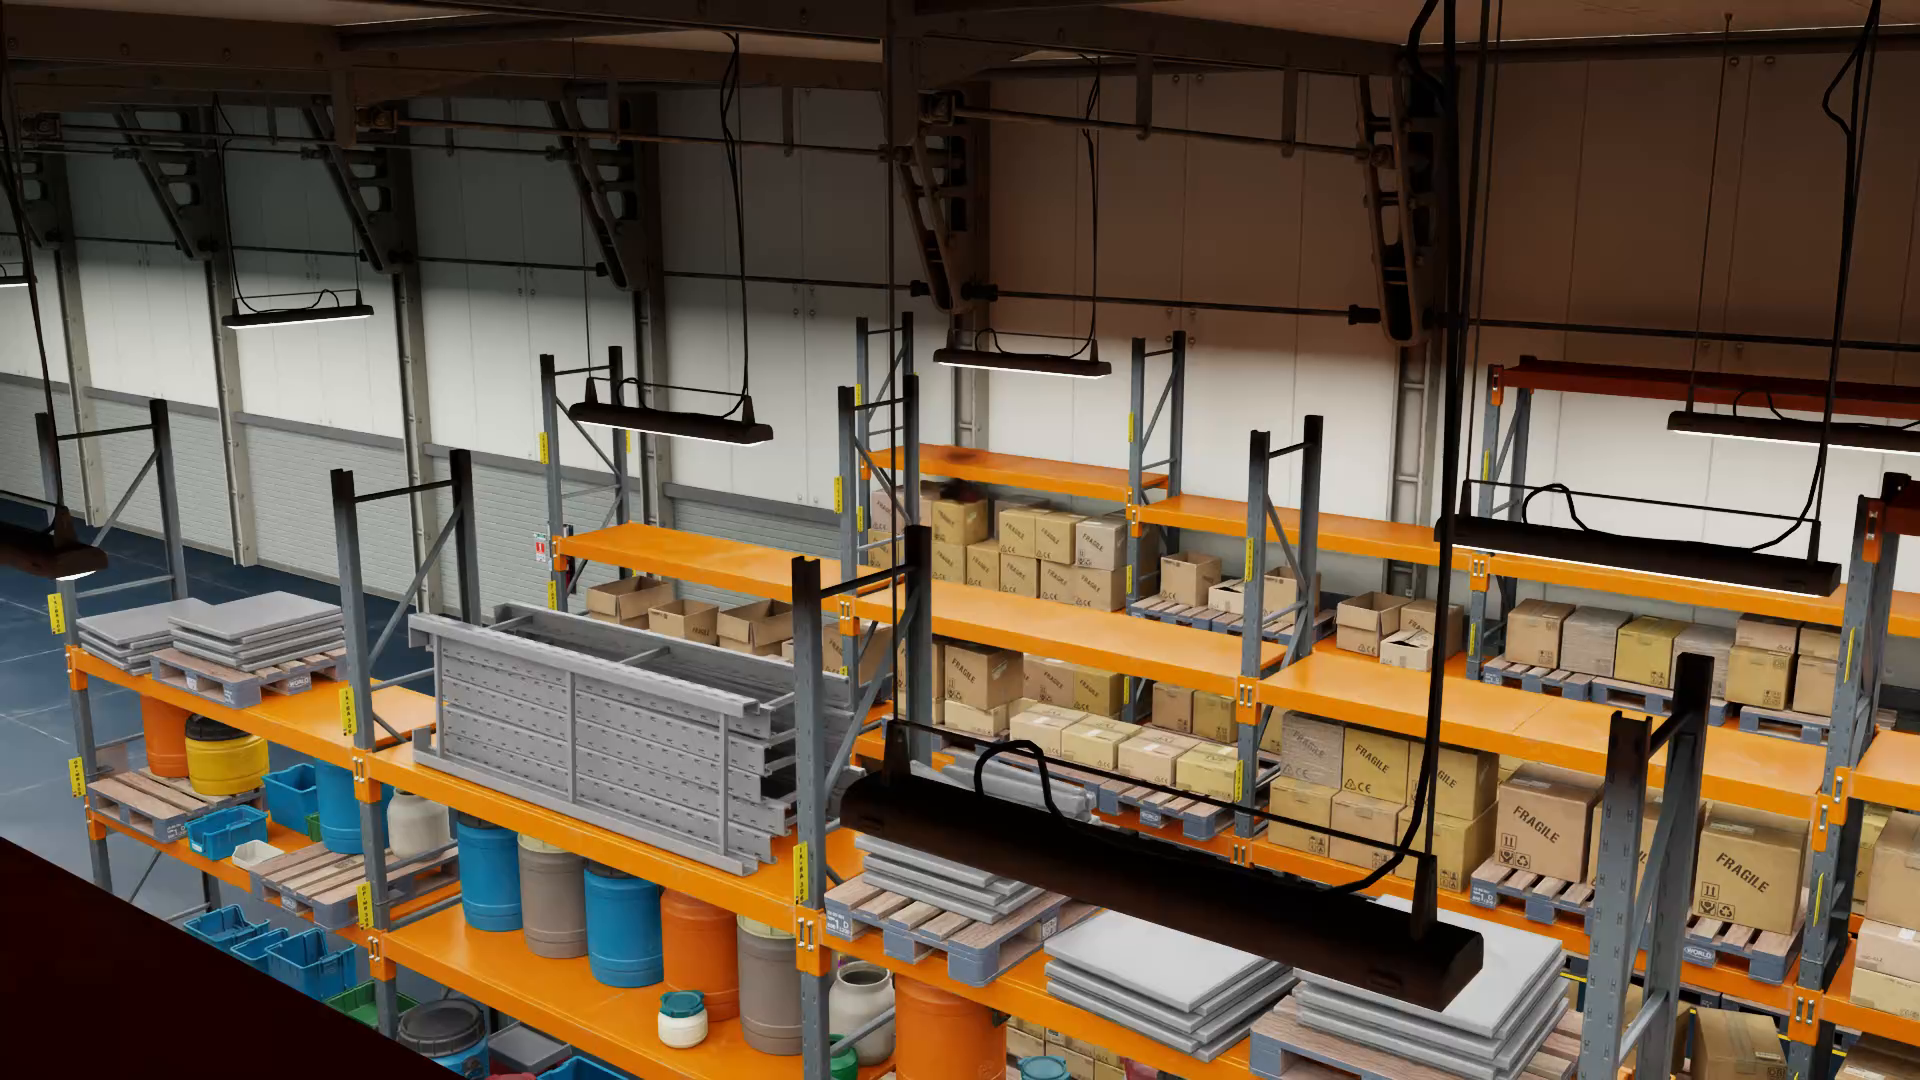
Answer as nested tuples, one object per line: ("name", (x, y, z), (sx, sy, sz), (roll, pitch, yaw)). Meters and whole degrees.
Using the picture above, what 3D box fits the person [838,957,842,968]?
("person", (-1.303, 4.019, 14.111), (1.002, 1.726, 0.703), (8, 15, 30))
